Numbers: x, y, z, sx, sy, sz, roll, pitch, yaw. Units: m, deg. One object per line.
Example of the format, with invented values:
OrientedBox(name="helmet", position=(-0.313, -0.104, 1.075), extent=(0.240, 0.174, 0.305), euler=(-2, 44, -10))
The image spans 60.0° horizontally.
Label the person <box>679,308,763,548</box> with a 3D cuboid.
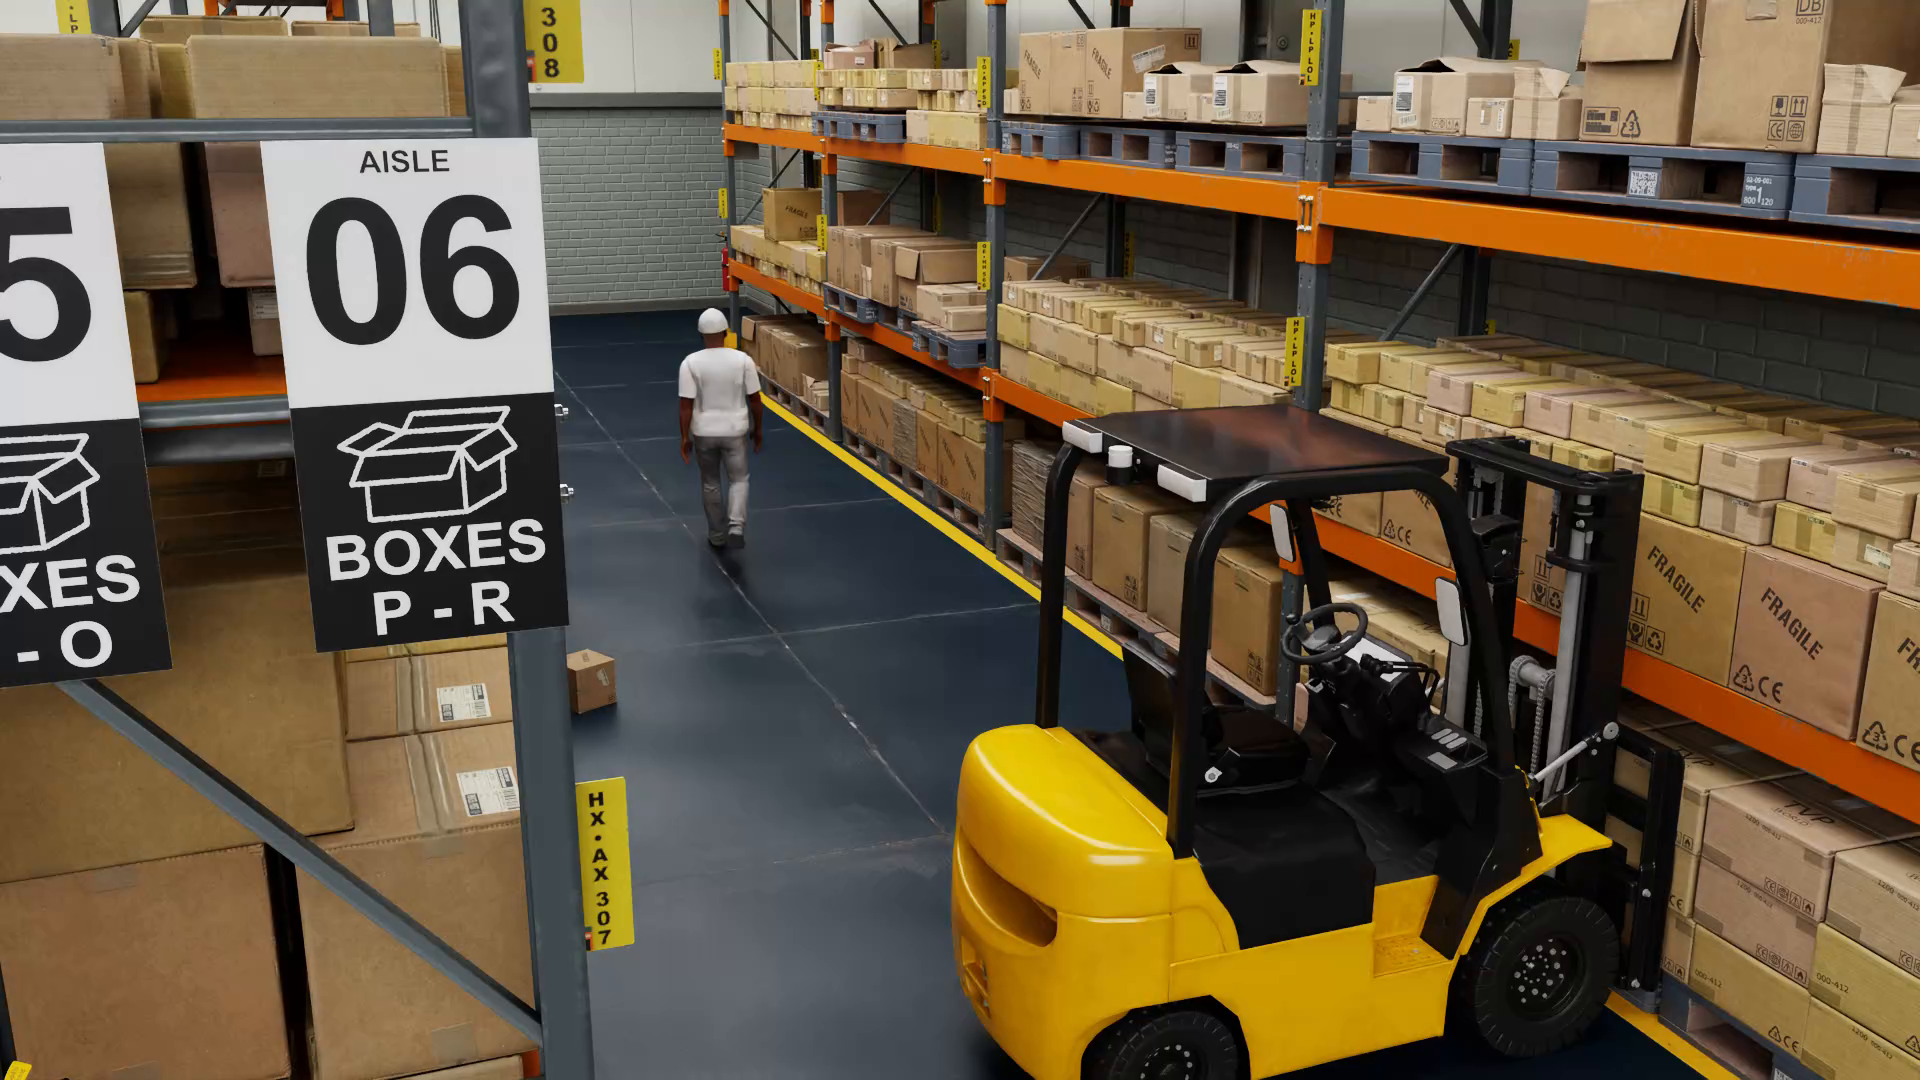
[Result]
OrientedBox(name="person", position=(-1.674, -0.760, 11.696), extent=(0.579, 1.741, 0.872), euler=(-2, 16, -8))
